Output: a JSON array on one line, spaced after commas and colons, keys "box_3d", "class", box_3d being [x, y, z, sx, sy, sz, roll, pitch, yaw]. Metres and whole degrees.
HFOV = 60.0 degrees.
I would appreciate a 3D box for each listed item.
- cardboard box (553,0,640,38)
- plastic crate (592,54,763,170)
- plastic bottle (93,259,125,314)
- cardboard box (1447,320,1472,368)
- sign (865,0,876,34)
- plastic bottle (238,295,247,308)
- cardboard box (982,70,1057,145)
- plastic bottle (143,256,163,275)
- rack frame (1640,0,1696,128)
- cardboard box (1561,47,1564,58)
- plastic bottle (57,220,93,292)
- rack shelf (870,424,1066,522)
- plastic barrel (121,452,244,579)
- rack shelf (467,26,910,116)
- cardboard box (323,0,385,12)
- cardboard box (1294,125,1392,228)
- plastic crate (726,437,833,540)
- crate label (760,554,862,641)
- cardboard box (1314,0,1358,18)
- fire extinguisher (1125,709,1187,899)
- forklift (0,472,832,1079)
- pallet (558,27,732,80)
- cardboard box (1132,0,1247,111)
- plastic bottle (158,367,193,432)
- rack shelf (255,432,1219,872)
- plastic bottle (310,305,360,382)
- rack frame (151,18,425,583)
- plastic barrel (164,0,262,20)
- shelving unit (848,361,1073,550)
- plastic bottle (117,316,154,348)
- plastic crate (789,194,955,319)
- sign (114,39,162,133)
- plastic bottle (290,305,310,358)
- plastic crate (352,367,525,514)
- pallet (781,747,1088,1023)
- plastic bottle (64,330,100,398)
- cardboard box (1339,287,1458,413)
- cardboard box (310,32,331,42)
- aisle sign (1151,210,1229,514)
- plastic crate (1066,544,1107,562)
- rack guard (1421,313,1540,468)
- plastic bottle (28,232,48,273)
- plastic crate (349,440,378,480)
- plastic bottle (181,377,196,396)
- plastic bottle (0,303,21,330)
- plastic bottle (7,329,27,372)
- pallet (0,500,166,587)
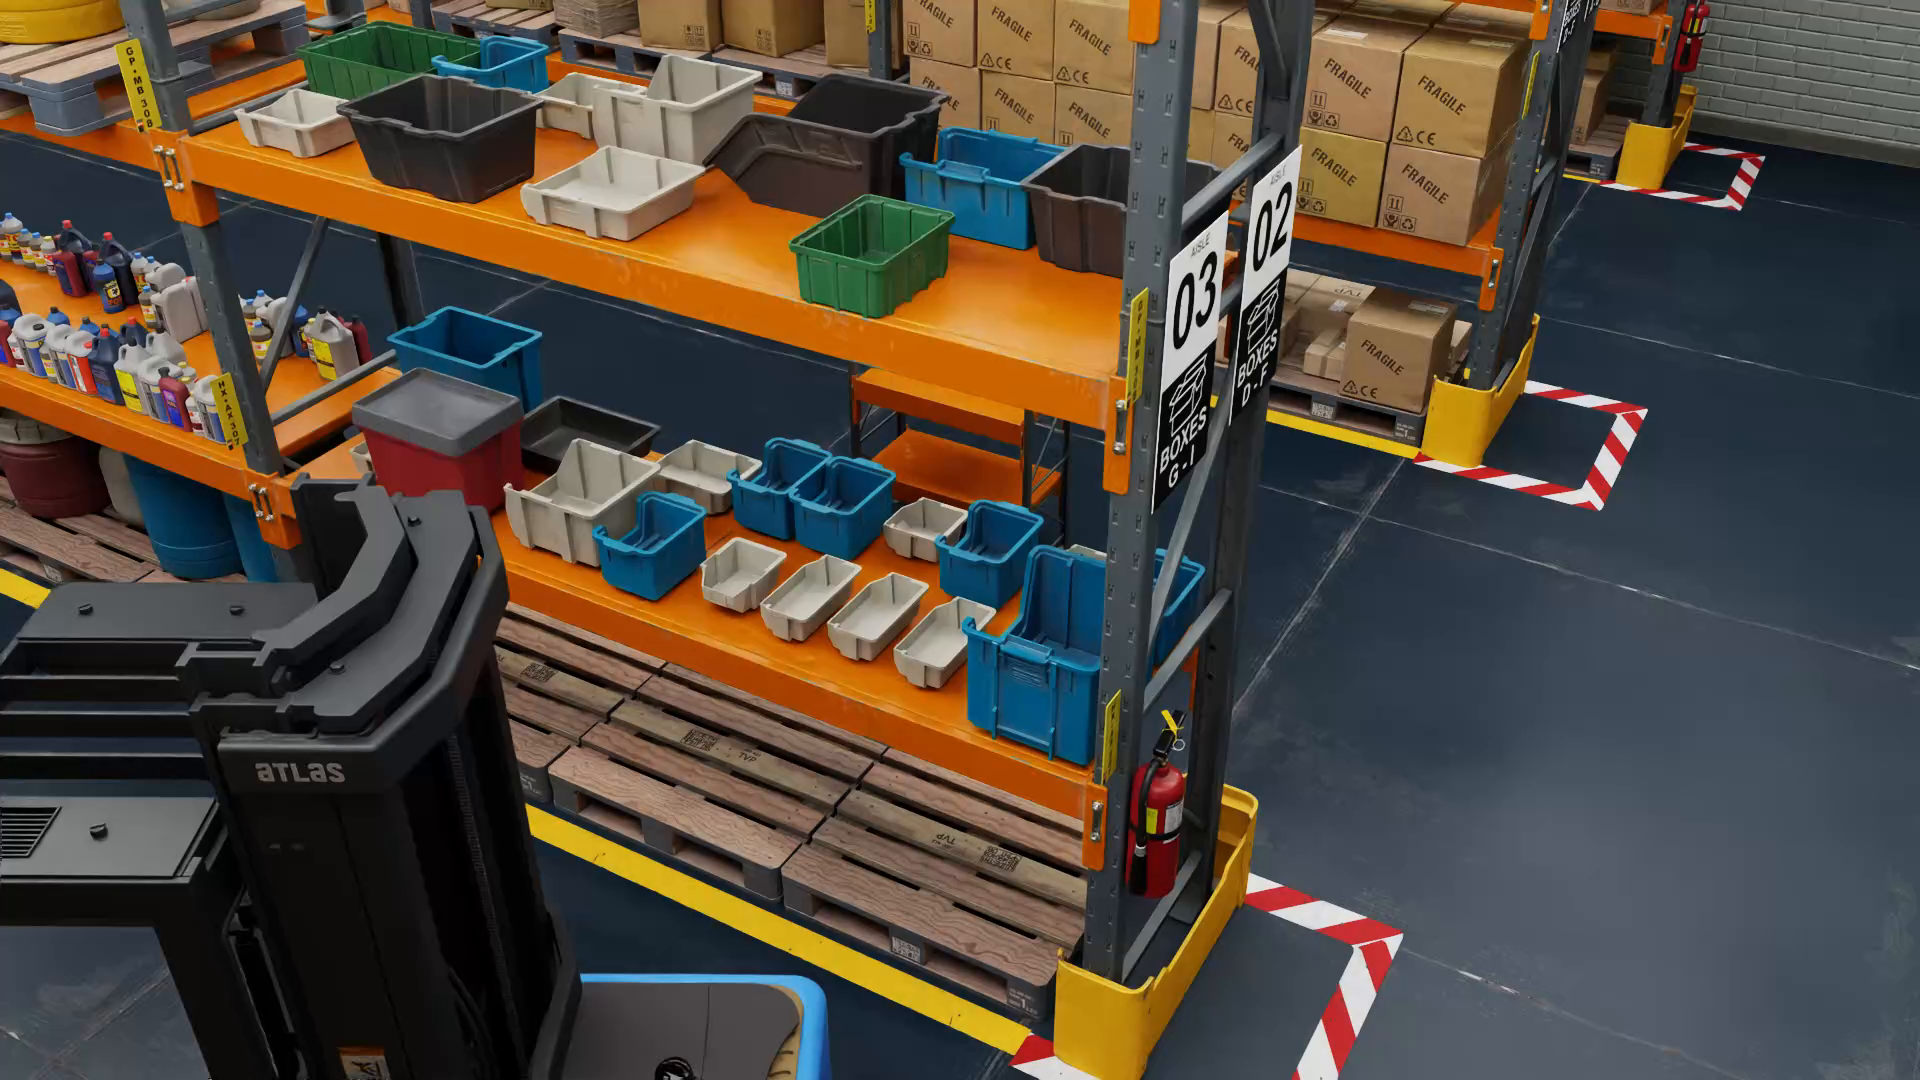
[{"box_3d": [-2.449, -3.914, 11.723, 0.500, 0.500, 0.700, 25, 41, 33], "class": "cardboard box"}, {"box_3d": [-1.037, -1.534, 6.019, 0.530, 0.282, 0.437, 18, 37, 24], "class": "plastic crate"}, {"box_3d": [-4.285, -1.282, 8.356, 0.097, 0.271, 0.097, 0, 34, 0], "class": "plastic bottle"}, {"box_3d": [3.002, -1.237, 10.347, 0.250, 0.149, 0.380, 18, 37, 24], "class": "cardboard box"}, {"box_3d": [-0.550, -3.273, 10.186, 0.005, 0.325, 0.100, 18, 37, 24], "class": "sign"}, {"box_3d": [-3.526, -1.104, 8.152, 0.097, 0.201, 0.097, 0, 34, 0], "class": "plastic bottle"}, {"box_3d": [0.476, -2.691, 10.265, 0.500, 0.500, 0.500, 18, 38, 25], "class": "cardboard box"}, {"box_3d": [-4.044, -1.298, 8.379, 0.097, 0.271, 0.097, 0, 34, 0], "class": "plastic bottle"}, {"box_3d": [5.650, -4.344, 12.839, 0.127, 3.000, 1.000, 18, 37, 24], "class": "rack frame"}, {"box_3d": [4.790, -3.841, 13.373, 0.250, 0.149, 0.380, 17, 37, 24], "class": "cardboard box"}, {"box_3d": [-4.539, -1.472, 8.570, 0.185, 0.351, 0.144, 18, 37, 24], "class": "plastic bottle"}, {"box_3d": [0.006, -0.263, 8.842, 1.000, 0.278, 0.538, 18, 37, 24], "class": "rack shelf"}, {"box_3d": [-3.818, -0.331, 8.326, 0.708, 0.901, 0.600, 18, 37, 24], "class": "plastic barrel"}, {"box_3d": [-2.014, -3.310, 11.935, 4.000, 0.370, 1.077, 18, 37, 24], "class": "rack shelf"}, {"box_3d": [-4.669, -4.169, 12.803, 0.250, 0.149, 0.380, 18, 37, 24], "class": "cardboard box"}, {"box_3d": [2.219, -2.134, 9.430, 0.500, 0.500, 0.500, 18, 38, 25], "class": "cardboard box"}, {"box_3d": [-0.721, -0.203, 6.717, 0.300, 0.233, 0.416, 18, 37, 24], "class": "plastic crate"}, {"box_3d": [-0.562, 0.219, 6.169, 0.243, 0.136, 0.396, 18, 37, 24], "class": "crate label"}, {"box_3d": [2.051, -2.946, 9.747, 0.500, 0.500, 0.500, 18, 38, 25], "class": "cardboard box"}, {"box_3d": [0.639, 0.871, 5.413, 0.183, 0.674, 0.296, 18, 37, 24], "class": "fire extinguisher"}, {"box_3d": [-1.911, 1.265, 4.477, 3.031, 2.935, 1.130, 0, 34, 0], "class": "forklift"}, {"box_3d": [-2.060, -3.547, 11.815, 1.213, 0.211, 1.003, 18, 37, 24], "class": "pallet"}, {"box_3d": [1.335, -2.828, 9.569, 0.500, 0.500, 0.500, 19, 38, 26], "class": "cardboard box"}, {"box_3d": [-3.465, -0.623, 7.355, 0.133, 0.283, 0.061, 18, 37, 24], "class": "plastic bottle"}, {"box_3d": [-1.002, 0.173, 6.705, 4.000, 0.370, 1.077, 18, 37, 24], "class": "rack shelf"}, {"box_3d": [-2.919, -0.920, 7.741, 0.185, 0.351, 0.144, 18, 37, 24], "class": "plastic bottle"}, {"box_3d": [-2.739, -0.677, 7.331, 0.127, 3.000, 1.000, 18, 37, 24], "class": "rack frame"}, {"box_3d": [-3.071, -2.422, 6.744, 0.433, 0.535, 0.433, 0, 34, 0], "class": "plastic barrel"}, {"box_3d": [0.006, -0.466, 8.706, 1.048, 1.125, 0.538, 18, 37, 24], "class": "shelving unit"}, {"box_3d": [-3.788, -0.872, 7.669, 0.185, 0.351, 0.144, 18, 37, 24], "class": "plastic bottle"}, {"box_3d": [-0.264, -0.871, 5.108, 0.336, 0.188, 0.450, 18, 37, 24], "class": "plastic crate"}, {"box_3d": [-3.013, -1.665, 6.101, 0.005, 0.325, 0.100, 18, 37, 24], "class": "sign"}, {"box_3d": [-3.155, -1.016, 7.956, 0.097, 0.271, 0.097, 0, 34, 0], "class": "plastic bottle"}, {"box_3d": [-2.088, -0.362, 6.747, 0.583, 0.464, 0.402, 18, 37, 24], "class": "plastic crate"}, {"box_3d": [0.037, 1.338, 6.821, 1.213, 0.211, 1.003, 18, 37, 24], "class": "pallet"}, {"box_3d": [-3.996, -0.817, 7.654, 0.135, 0.276, 0.152, 18, 37, 24], "class": "plastic bottle"}, {"box_3d": [2.601, -1.133, 9.875, 0.500, 0.500, 0.500, 18, 37, 24], "class": "cardboard box"}, {"box_3d": [-5.408, -4.132, 14.115, 0.500, 0.311, 0.500, 17, 37, 24], "class": "cardboard box"}, {"box_3d": [0.651, -0.498, 4.717, 0.004, 0.787, 0.394, 18, 37, 24], "class": "aisle sign"}, {"box_3d": [0.446, 0.154, 6.268, 0.298, 0.136, 0.250, 18, 37, 24], "class": "plastic crate"}, {"box_3d": [3.129, -0.940, 9.982, 0.348, 0.500, 1.175, 18, 37, 24], "class": "rack guard"}, {"box_3d": [-4.850, -1.524, 8.782, 0.097, 0.201, 0.097, 0, 34, 0], "class": "plastic bottle"}, {"box_3d": [-2.406, -0.395, 7.092, 0.243, 0.136, 0.396, 18, 37, 24], "class": "plastic crate"}, {"box_3d": [-3.441, -0.632, 7.443, 0.097, 0.201, 0.097, 0, 34, 0], "class": "plastic bottle"}, {"box_3d": [-4.515, -1.001, 7.934, 0.097, 0.271, 0.097, 0, 34, 0], "class": "plastic bottle"}, {"box_3d": [-4.429, -0.906, 7.854, 0.097, 0.201, 0.097, 0, 34, 0], "class": "plastic bottle"}, {"box_3d": [-4.451, -0.084, 8.956, 1.213, 0.211, 1.003, 18, 37, 24], "class": "pallet"}]
